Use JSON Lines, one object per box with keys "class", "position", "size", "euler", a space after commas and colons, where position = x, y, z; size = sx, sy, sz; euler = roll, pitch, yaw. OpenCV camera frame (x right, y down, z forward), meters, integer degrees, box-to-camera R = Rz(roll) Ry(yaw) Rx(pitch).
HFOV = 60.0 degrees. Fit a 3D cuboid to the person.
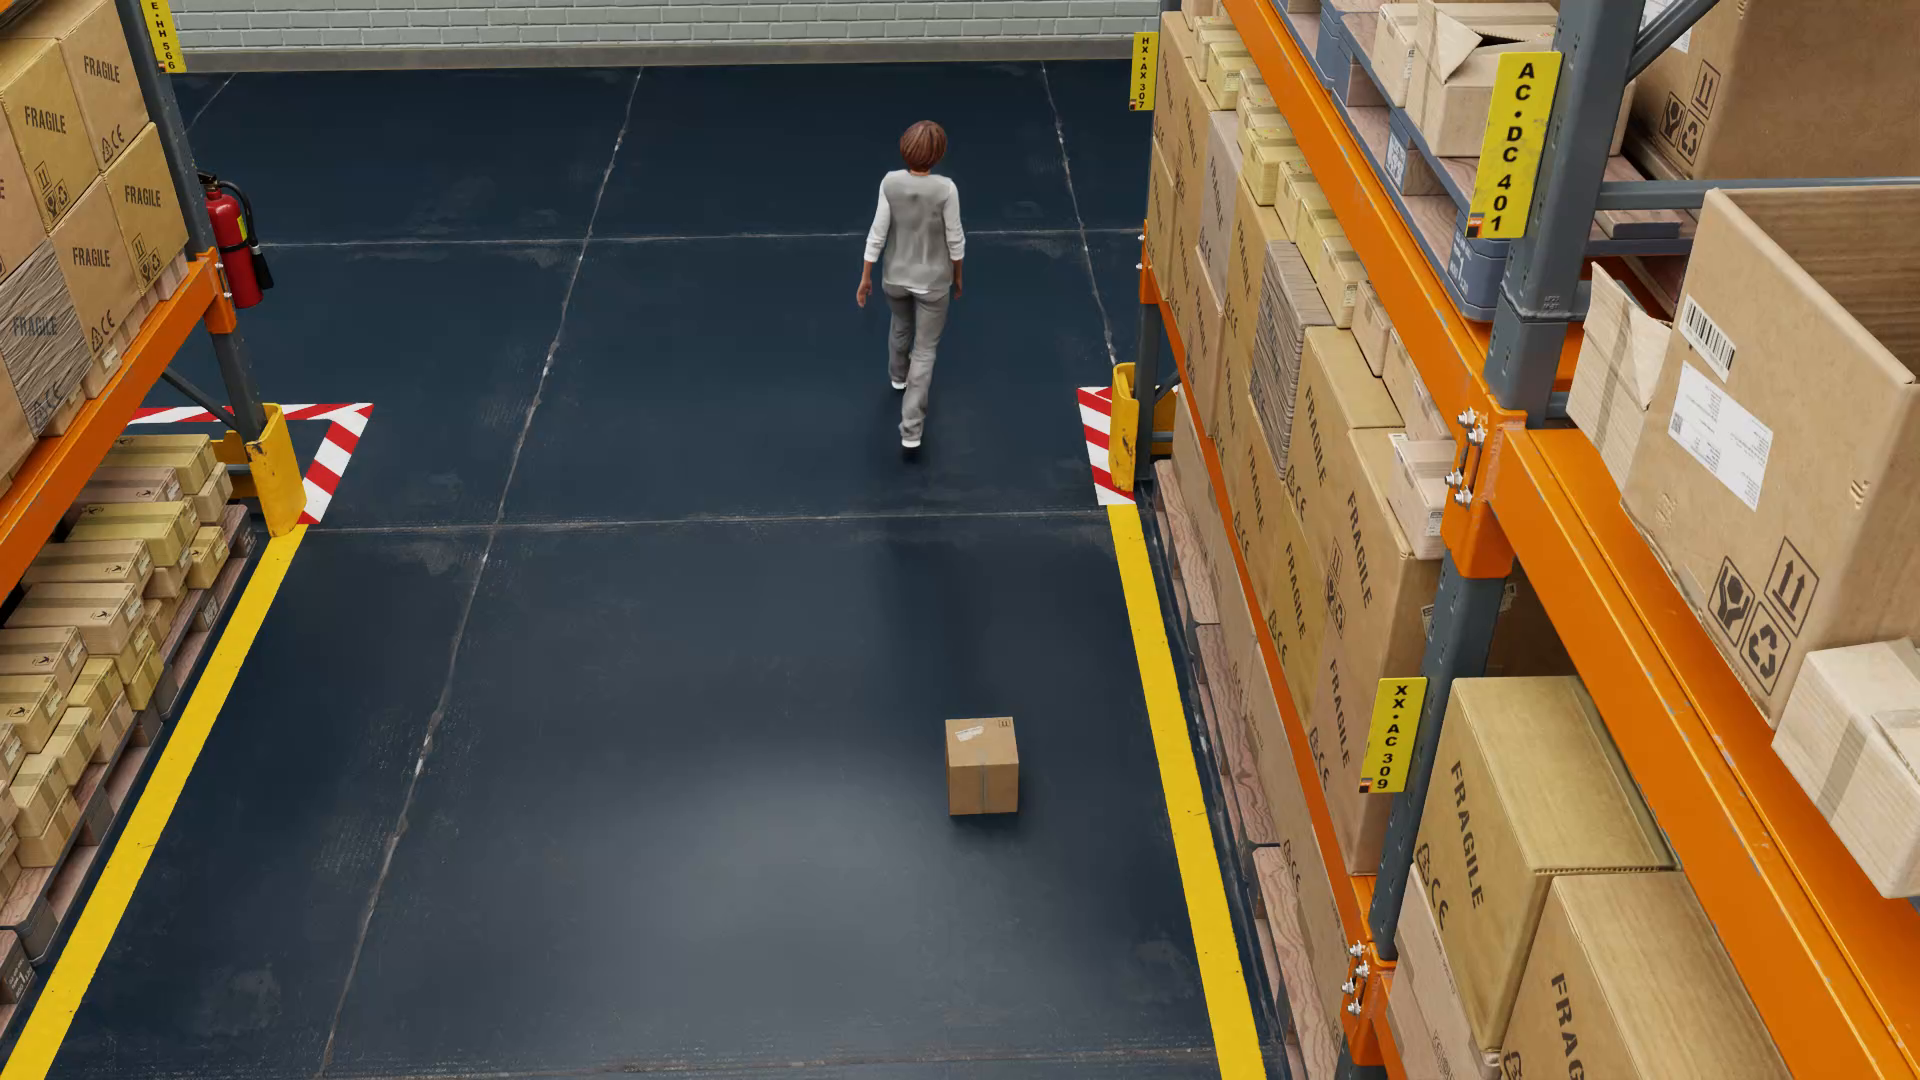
{"class": "person", "position": [-0.208, -1.278, 7.928], "size": [0.495, 1.534, 0.871], "euler": [9, 37, 13]}
